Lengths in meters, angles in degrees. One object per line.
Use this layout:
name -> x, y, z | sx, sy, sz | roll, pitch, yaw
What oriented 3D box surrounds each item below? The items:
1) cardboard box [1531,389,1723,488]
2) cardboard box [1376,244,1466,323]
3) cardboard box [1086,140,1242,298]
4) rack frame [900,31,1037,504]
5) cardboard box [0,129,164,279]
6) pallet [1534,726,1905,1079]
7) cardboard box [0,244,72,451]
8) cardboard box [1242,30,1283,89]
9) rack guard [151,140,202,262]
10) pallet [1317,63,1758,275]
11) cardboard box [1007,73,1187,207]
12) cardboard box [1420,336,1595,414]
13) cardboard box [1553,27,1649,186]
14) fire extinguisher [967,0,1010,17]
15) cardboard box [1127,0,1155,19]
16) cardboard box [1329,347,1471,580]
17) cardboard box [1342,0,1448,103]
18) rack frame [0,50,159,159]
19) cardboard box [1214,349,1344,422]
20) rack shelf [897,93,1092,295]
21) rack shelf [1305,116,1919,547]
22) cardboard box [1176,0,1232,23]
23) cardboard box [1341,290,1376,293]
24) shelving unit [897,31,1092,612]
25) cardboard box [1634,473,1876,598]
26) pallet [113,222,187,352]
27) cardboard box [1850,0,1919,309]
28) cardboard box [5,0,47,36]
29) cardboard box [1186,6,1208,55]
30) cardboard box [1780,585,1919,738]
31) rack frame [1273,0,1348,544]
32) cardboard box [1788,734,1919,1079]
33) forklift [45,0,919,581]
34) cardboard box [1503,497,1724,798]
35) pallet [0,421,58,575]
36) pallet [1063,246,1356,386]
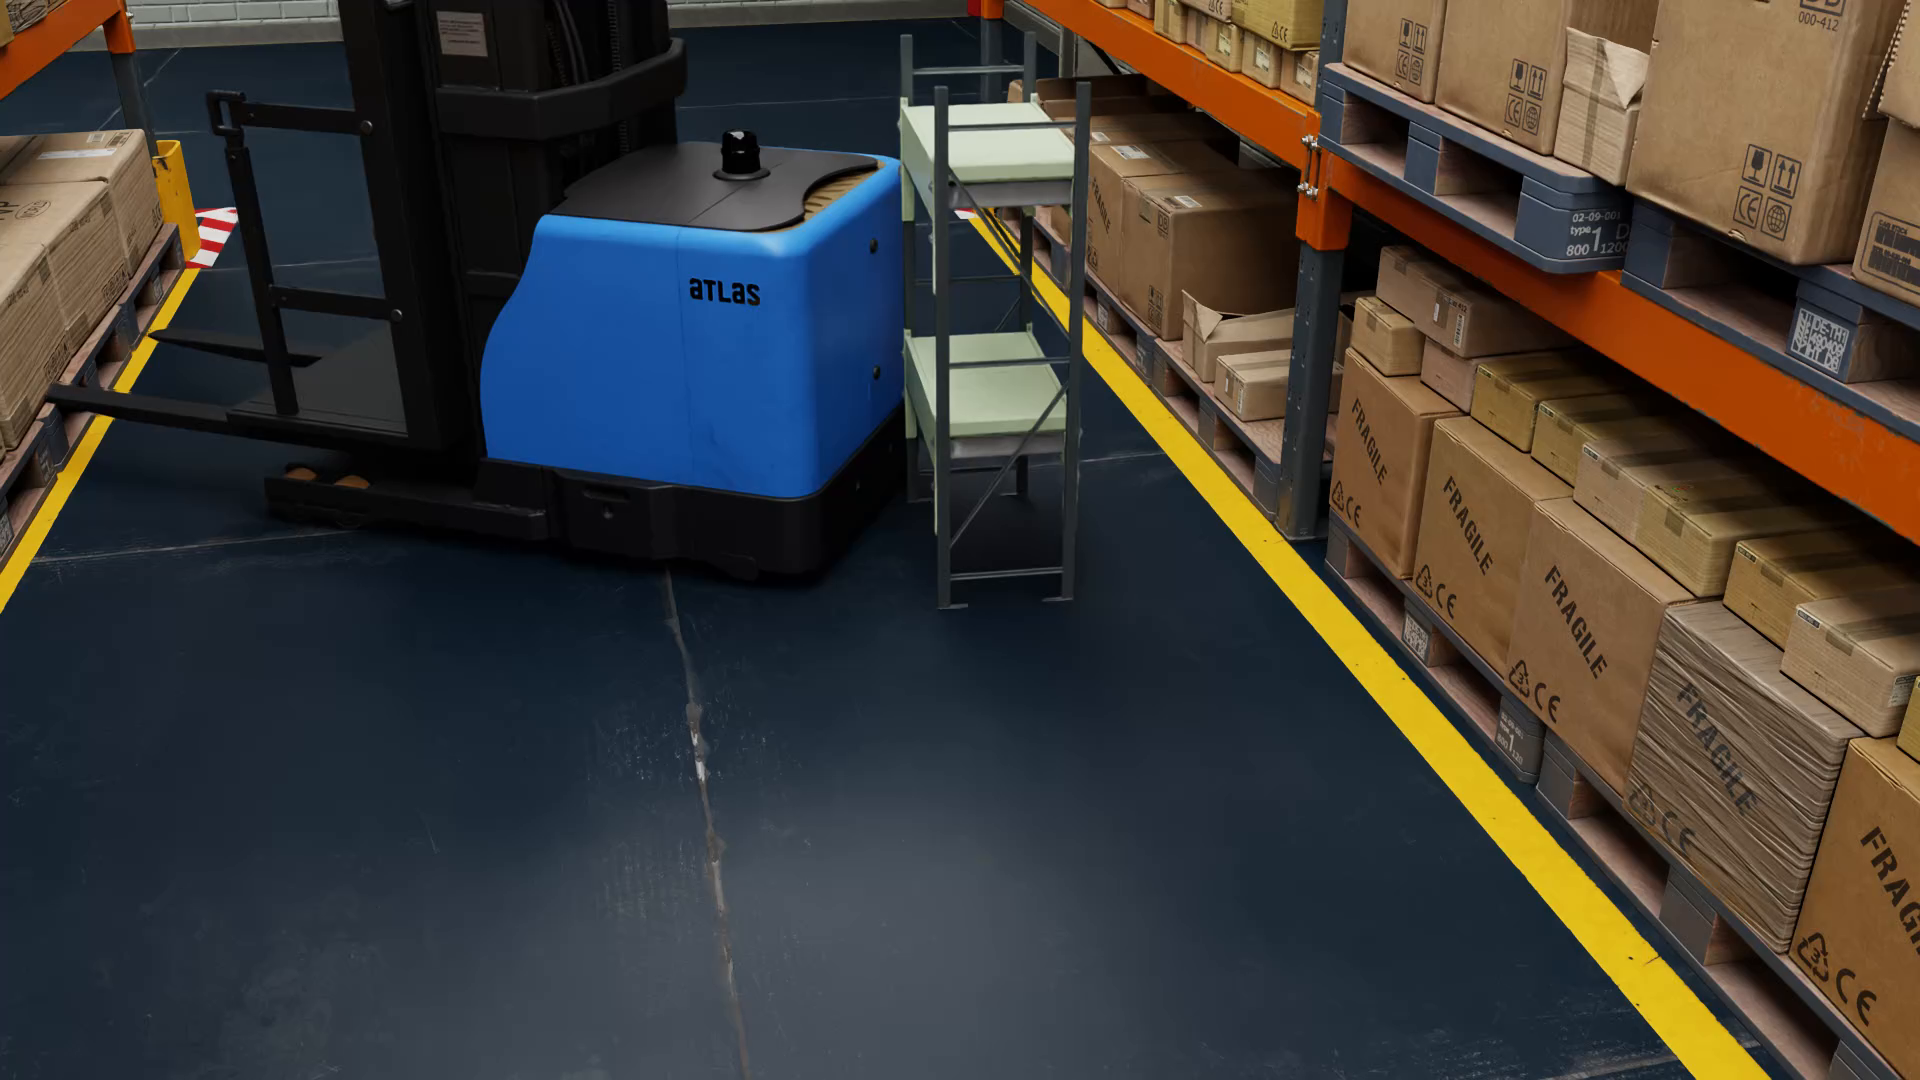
cardboard box -> 1.610, -0.237, 3.979 | 0.380, 0.149, 0.250 | -6, 27, -12
cardboard box -> 1.387, -0.720, 4.606 | 0.380, 0.149, 0.250 | -6, 27, -12
cardboard box -> 0.827, -1.332, 6.869 | 0.500, 0.500, 0.500 | -5, 27, -11
rack frame -> 0.025, -0.806, 5.182 | 0.400, 1.500, 0.023 | -4, 27, -8
cardboard box -> -3.984, -1.419, 7.110 | 0.875, 0.438, 0.875 | -7, 28, -13
pallet -> 2.005, 0.730, 3.569 | 1.003, 0.211, 1.213 | -6, 27, -12
cardboard box -> -3.568, -0.622, 5.531 | 0.875, 0.438, 0.875 | -7, 28, -13
cardboard box -> 1.109, -1.519, 5.209 | 0.380, 0.149, 0.250 | -5, 27, -10
rack guard -> -4.235, -1.549, 7.765 | 1.175, 0.500, 0.348 | -6, 27, -12
pallet -> 1.580, -0.957, 4.030 | 1.003, 0.211, 1.213 | -6, 27, -12
cardboard box -> 0.651, -1.955, 8.100 | 0.797, 0.503, 0.637 | -7, 28, -14
cardboard box -> 1.466, -0.467, 4.435 | 0.380, 0.149, 0.250 | -7, 28, -13
cardboard box -> 1.446, -0.883, 3.354 | 0.396, 0.266, 0.258 | -5, 27, -9
fire extinguisher -> 0.122, -2.977, 8.319 | 0.296, 0.674, 0.183 | -6, 27, -12
cardboard box -> 0.858, -2.086, 6.333 | 0.380, 0.149, 0.250 | -6, 27, -12
cardboard box -> 1.396, -0.241, 4.706 | 0.500, 0.500, 0.500 | -5, 27, -9
cardboard box -> 1.398, -1.402, 4.121 | 0.700, 0.500, 0.500 | -5, 27, -10
rack frame -> -4.230, -2.655, 7.181 | 1.000, 3.000, 0.127 | -6, 27, -12
cardboard box -> 1.095, -0.534, 5.677 | 0.380, 0.149, 0.250 | -7, 28, -13
rack shelf -> 0.079, -0.991, 4.683 | 0.431, 0.370, 0.720 | -4, 27, -8
rack shelf -> 1.957, -0.205, 3.126 | 1.077, 0.370, 4.000 | -6, 27, -12
cardboard box -> 1.027, -1.888, 5.497 | 0.500, 0.250, 0.500 | -6, 27, -11
cardboard box -> 1.490, -0.824, 6.251 | 0.380, 0.149, 0.250 | -6, 27, -12
shelving unit -> 0.079, -0.643, 4.859 | 0.431, 1.500, 0.755 | -4, 27, -8
cardboard box -> 1.683, -0.014, 3.538 | 0.380, 0.149, 0.250 | -5, 27, -10
pallet -> -3.974, -1.067, 7.130 | 1.003, 0.211, 1.213 | -6, 27, -12
cardboard box -> 1.860, -0.580, 2.489 | 0.797, 0.503, 0.637 | -7, 28, -13
cardboard box -> -3.640, -2.068, 5.907 | 0.500, 0.500, 0.500 | -5, 27, -10
cardboard box -> 0.994, -1.748, 5.664 | 0.380, 0.149, 0.250 | -5, 27, -10
cardboard box -> 1.778, 0.214, 3.085 | 0.380, 0.149, 0.250 | -7, 28, -14
rack frame -> 1.506, -1.405, 4.704 | 1.000, 3.000, 0.127 | -6, 27, -12
cardboard box -> 1.880, 0.666, 2.910 | 0.500, 0.500, 0.500 | -5, 27, -9
forklift -> -1.715, -1.562, 5.091 | 3.031, 2.935, 1.130 | 8, 28, 16
cardboard box -> 1.634, 0.211, 3.810 | 0.500, 0.500, 0.500 | -7, 28, -13
pallet -> -3.424, 0.004, 5.007 | 1.003, 0.211, 1.213 | -6, 27, -12
pallet -> 1.074, -0.998, 6.993 | 1.003, 0.211, 1.213 | -6, 27, -12
